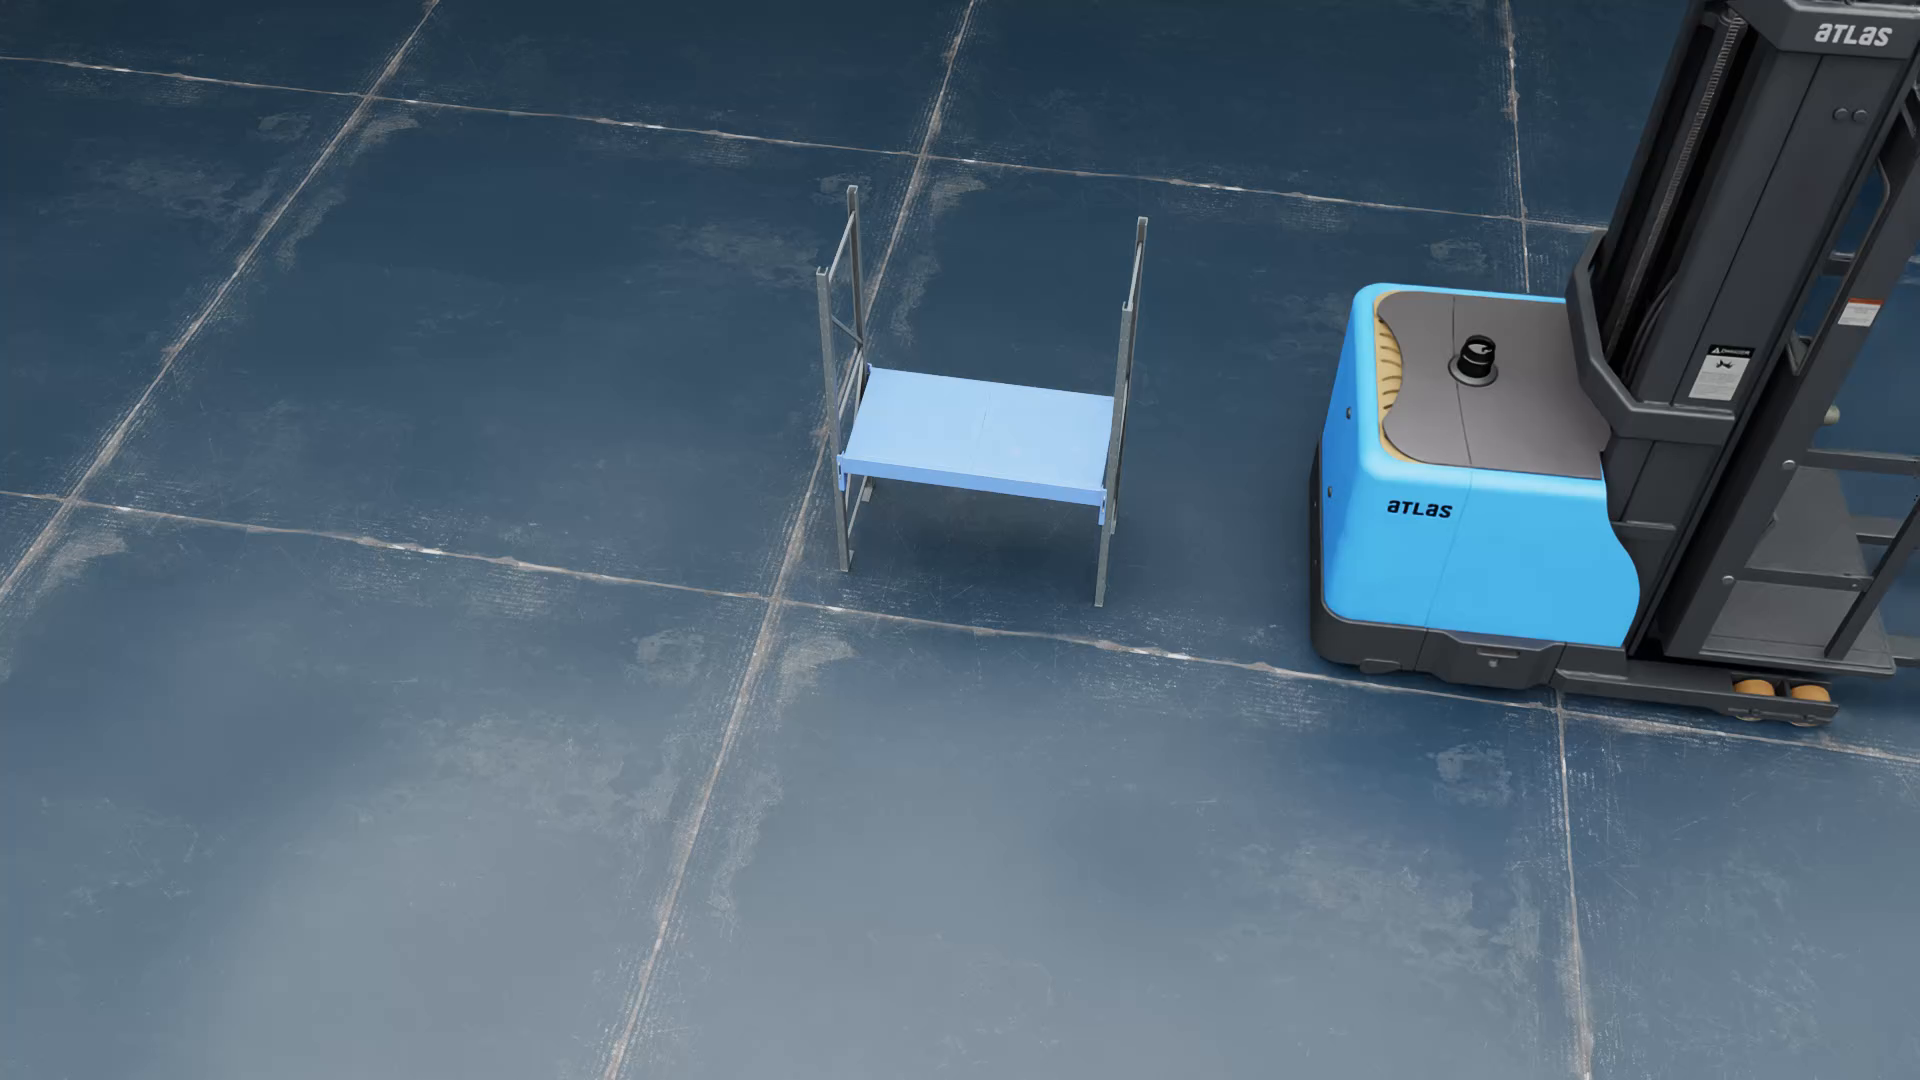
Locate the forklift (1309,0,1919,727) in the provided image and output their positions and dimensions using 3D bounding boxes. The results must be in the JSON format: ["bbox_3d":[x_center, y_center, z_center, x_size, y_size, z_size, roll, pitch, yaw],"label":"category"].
[{"bbox_3d":[2.884,-0.719,5.397,3.031,2.935,1.130,6,48,5],"label":"forklift"}]

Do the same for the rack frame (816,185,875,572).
[{"bbox_3d":[-0.416,-0.557,6.214,0.032,1.500,0.500,8,49,7],"label":"rack frame"}]

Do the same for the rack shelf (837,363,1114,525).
[{"bbox_3d":[0.084,-0.370,6.288,1.000,0.185,0.538,8,49,7],"label":"rack shelf"}]

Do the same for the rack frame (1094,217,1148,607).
[{"bbox_3d":[0.584,-0.423,6.094,0.032,1.500,0.500,8,49,7],"label":"rack frame"}]

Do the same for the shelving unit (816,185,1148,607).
[{"bbox_3d":[0.084,-0.490,6.154,1.048,1.500,0.538,8,49,7],"label":"shelving unit"}]
